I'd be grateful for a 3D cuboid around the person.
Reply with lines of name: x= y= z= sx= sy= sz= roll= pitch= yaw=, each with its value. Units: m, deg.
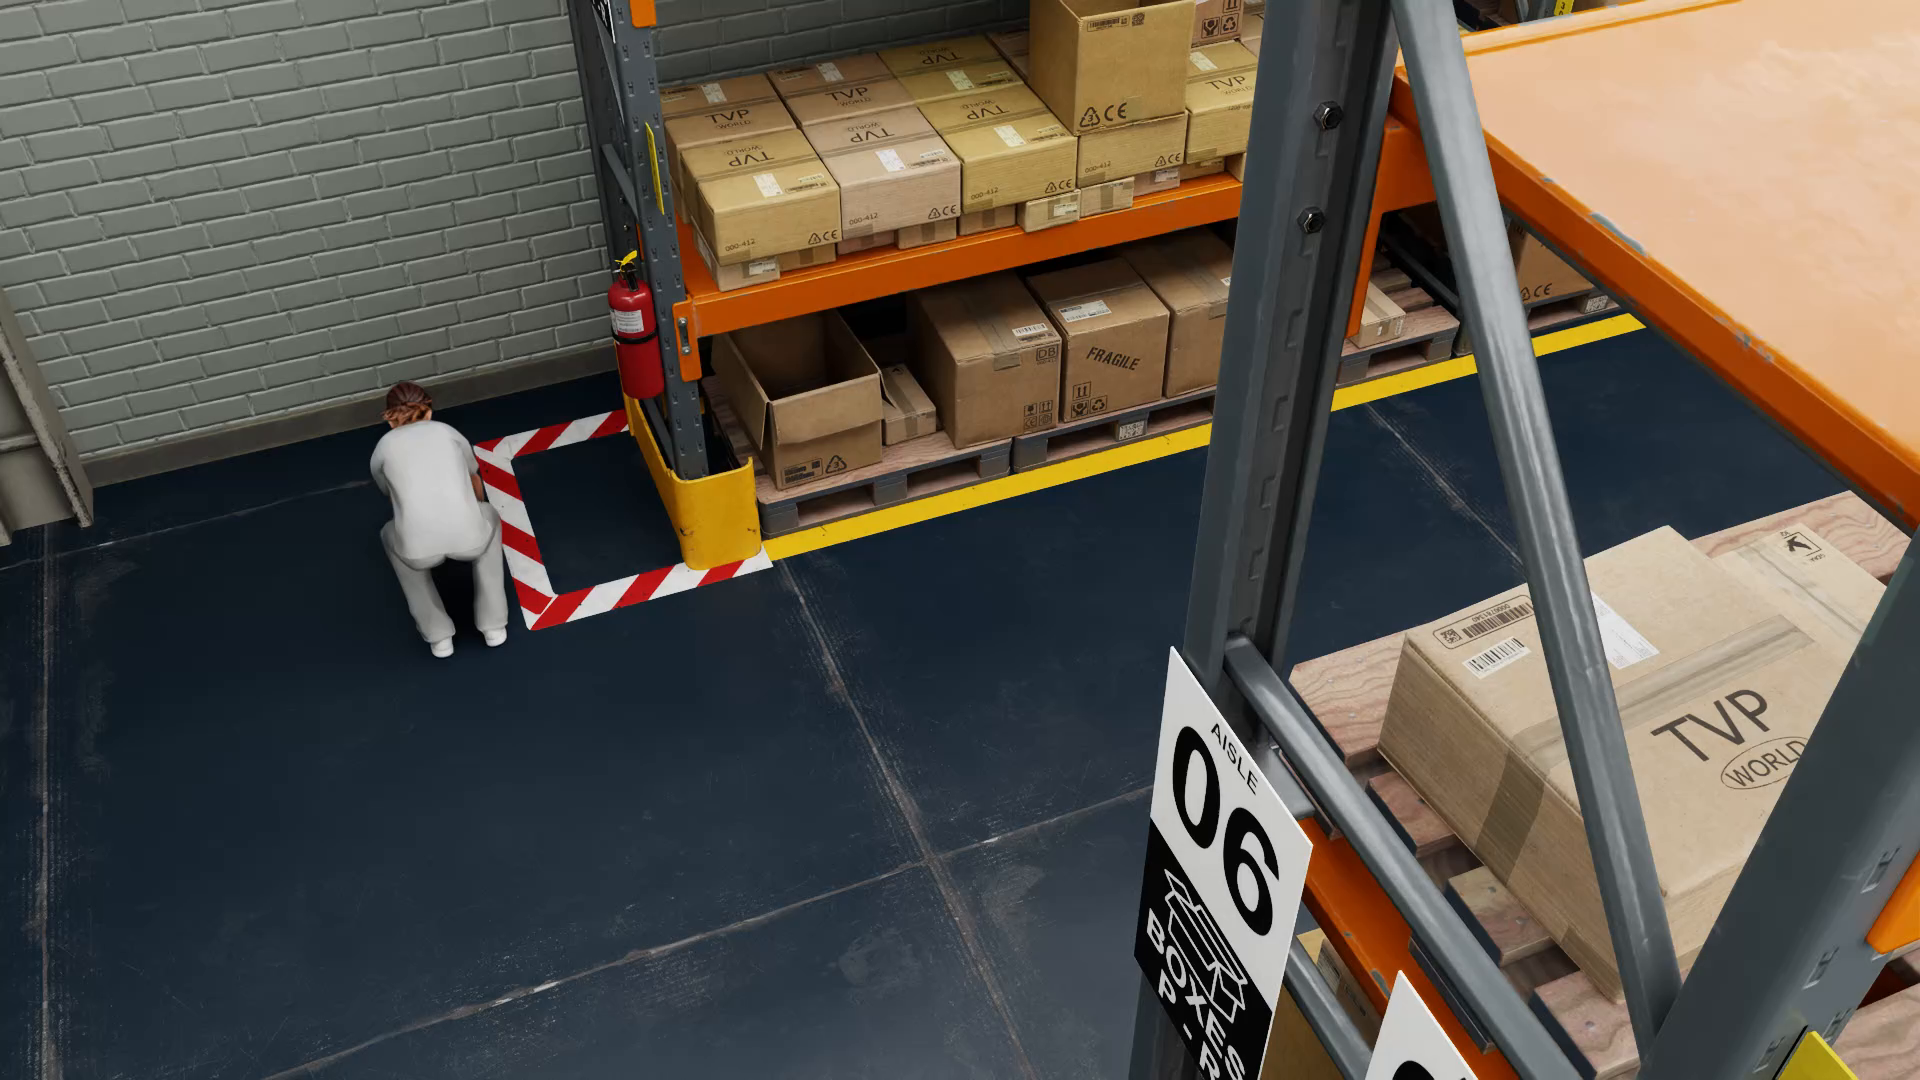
person: x=-2.125 y=-0.071 z=6.791 sx=0.477 sy=0.940 sz=0.859 roll=-13 pitch=44 yaw=-15
